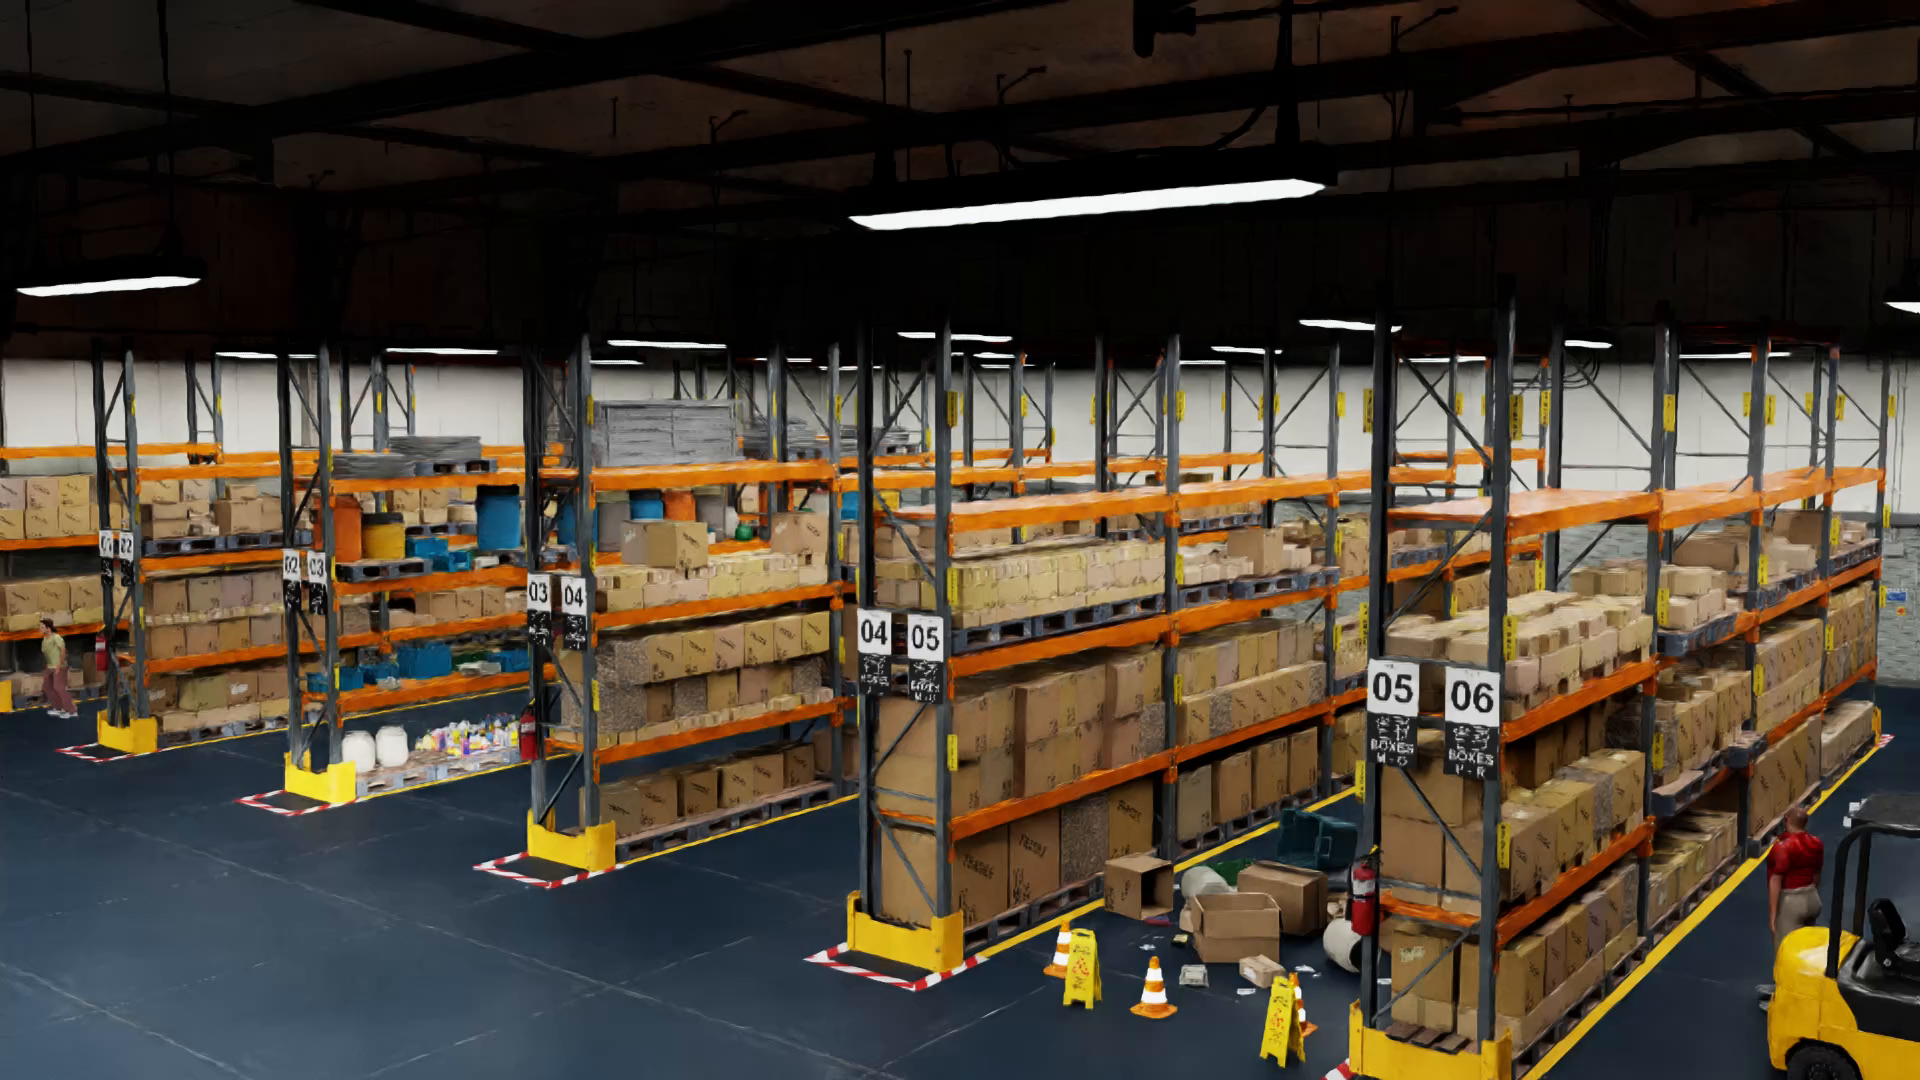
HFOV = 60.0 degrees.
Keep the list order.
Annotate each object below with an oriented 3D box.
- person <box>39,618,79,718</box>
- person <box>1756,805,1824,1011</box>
[{"bbox_3d":[-14.476,2.046,26.654,0.598,1.619,0.507,4,6,36],"label":"person"},{"bbox_3d":[6.972,3.080,14.039,0.631,1.718,0.543,-2,6,-27],"label":"person"}]
